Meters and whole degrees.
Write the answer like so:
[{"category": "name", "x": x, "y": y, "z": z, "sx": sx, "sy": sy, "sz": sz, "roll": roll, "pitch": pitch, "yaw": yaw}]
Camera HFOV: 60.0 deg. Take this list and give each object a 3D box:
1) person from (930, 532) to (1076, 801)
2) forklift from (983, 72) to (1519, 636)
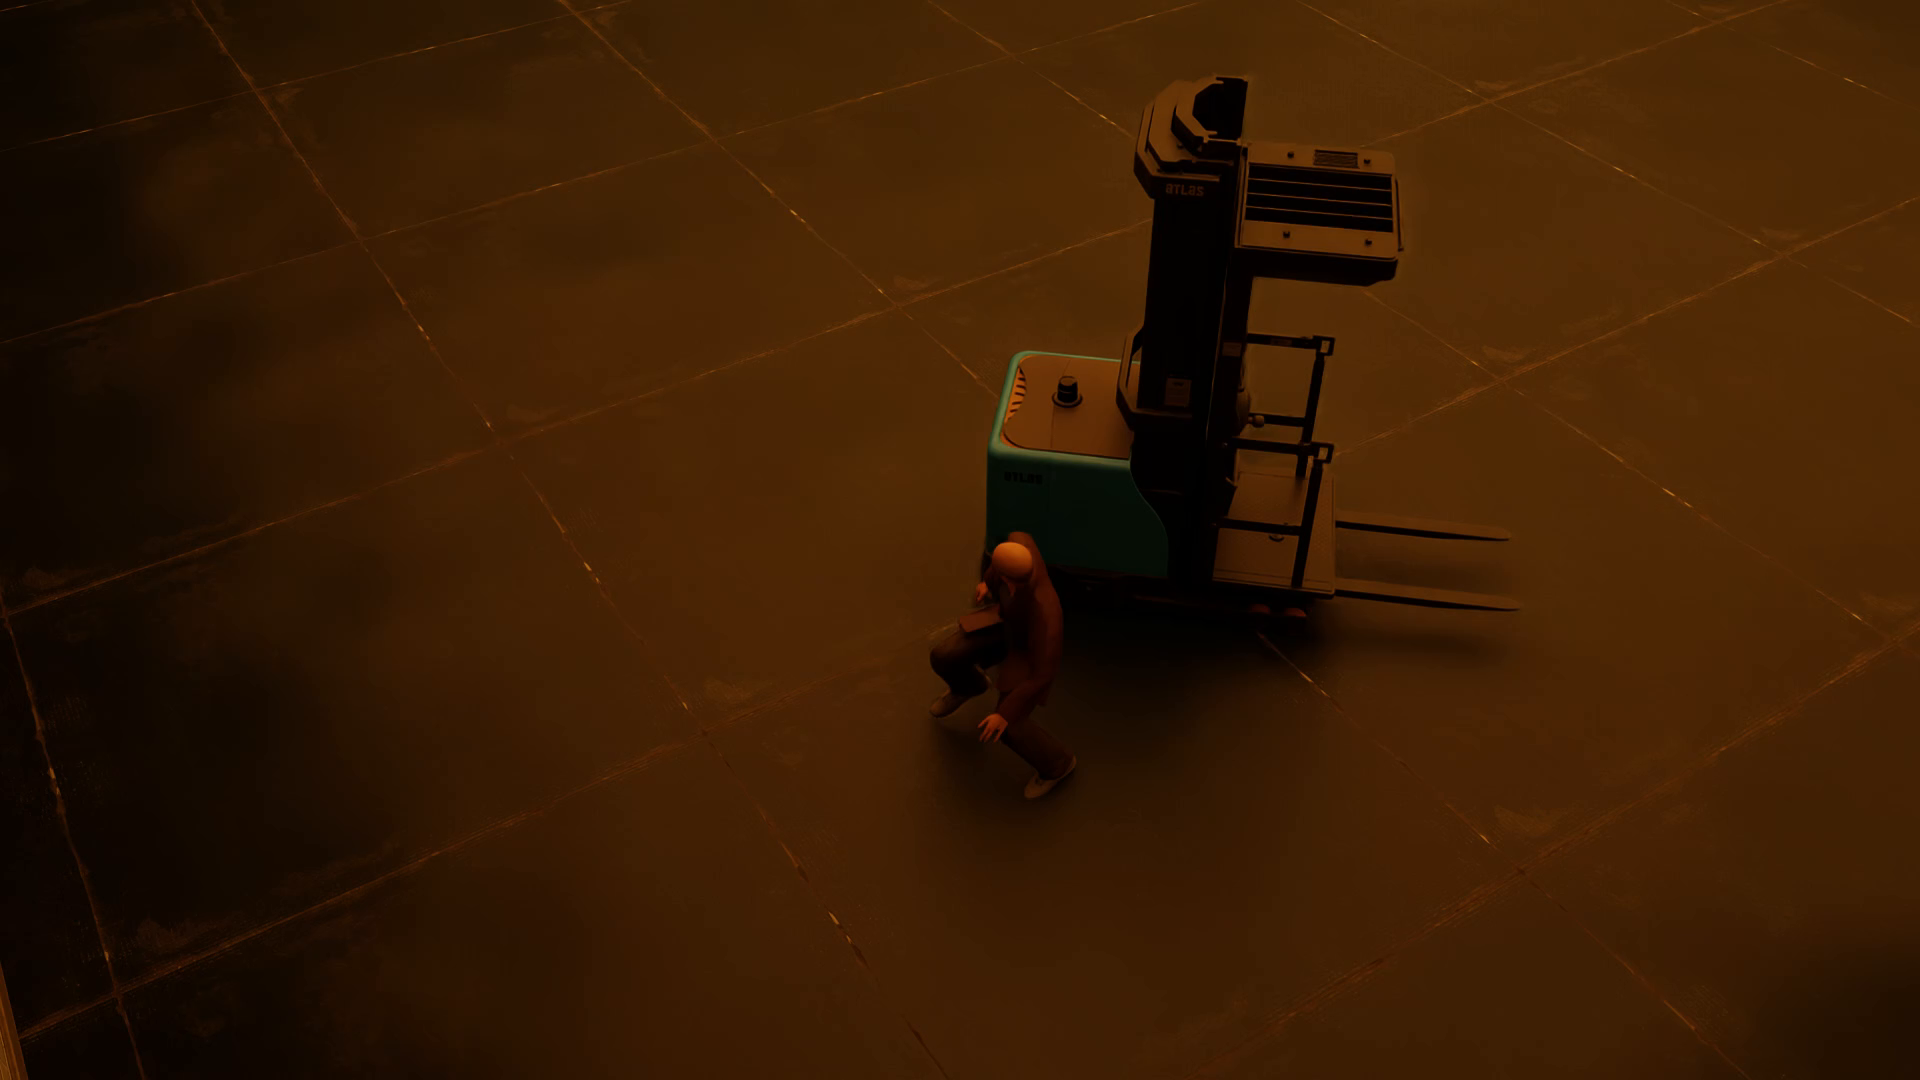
[{"category": "person", "x": 0.219, "y": 0.552, "z": 8.355, "sx": 0.675, "sy": 1.544, "sz": 0.830, "roll": -22, "pitch": 46, "yaw": -23}, {"category": "forklift", "x": 1.700, "y": -0.937, "z": 8.943, "sx": 3.031, "sy": 2.935, "sz": 1.130, "roll": 7, "pitch": 42, "yaw": 7}]
